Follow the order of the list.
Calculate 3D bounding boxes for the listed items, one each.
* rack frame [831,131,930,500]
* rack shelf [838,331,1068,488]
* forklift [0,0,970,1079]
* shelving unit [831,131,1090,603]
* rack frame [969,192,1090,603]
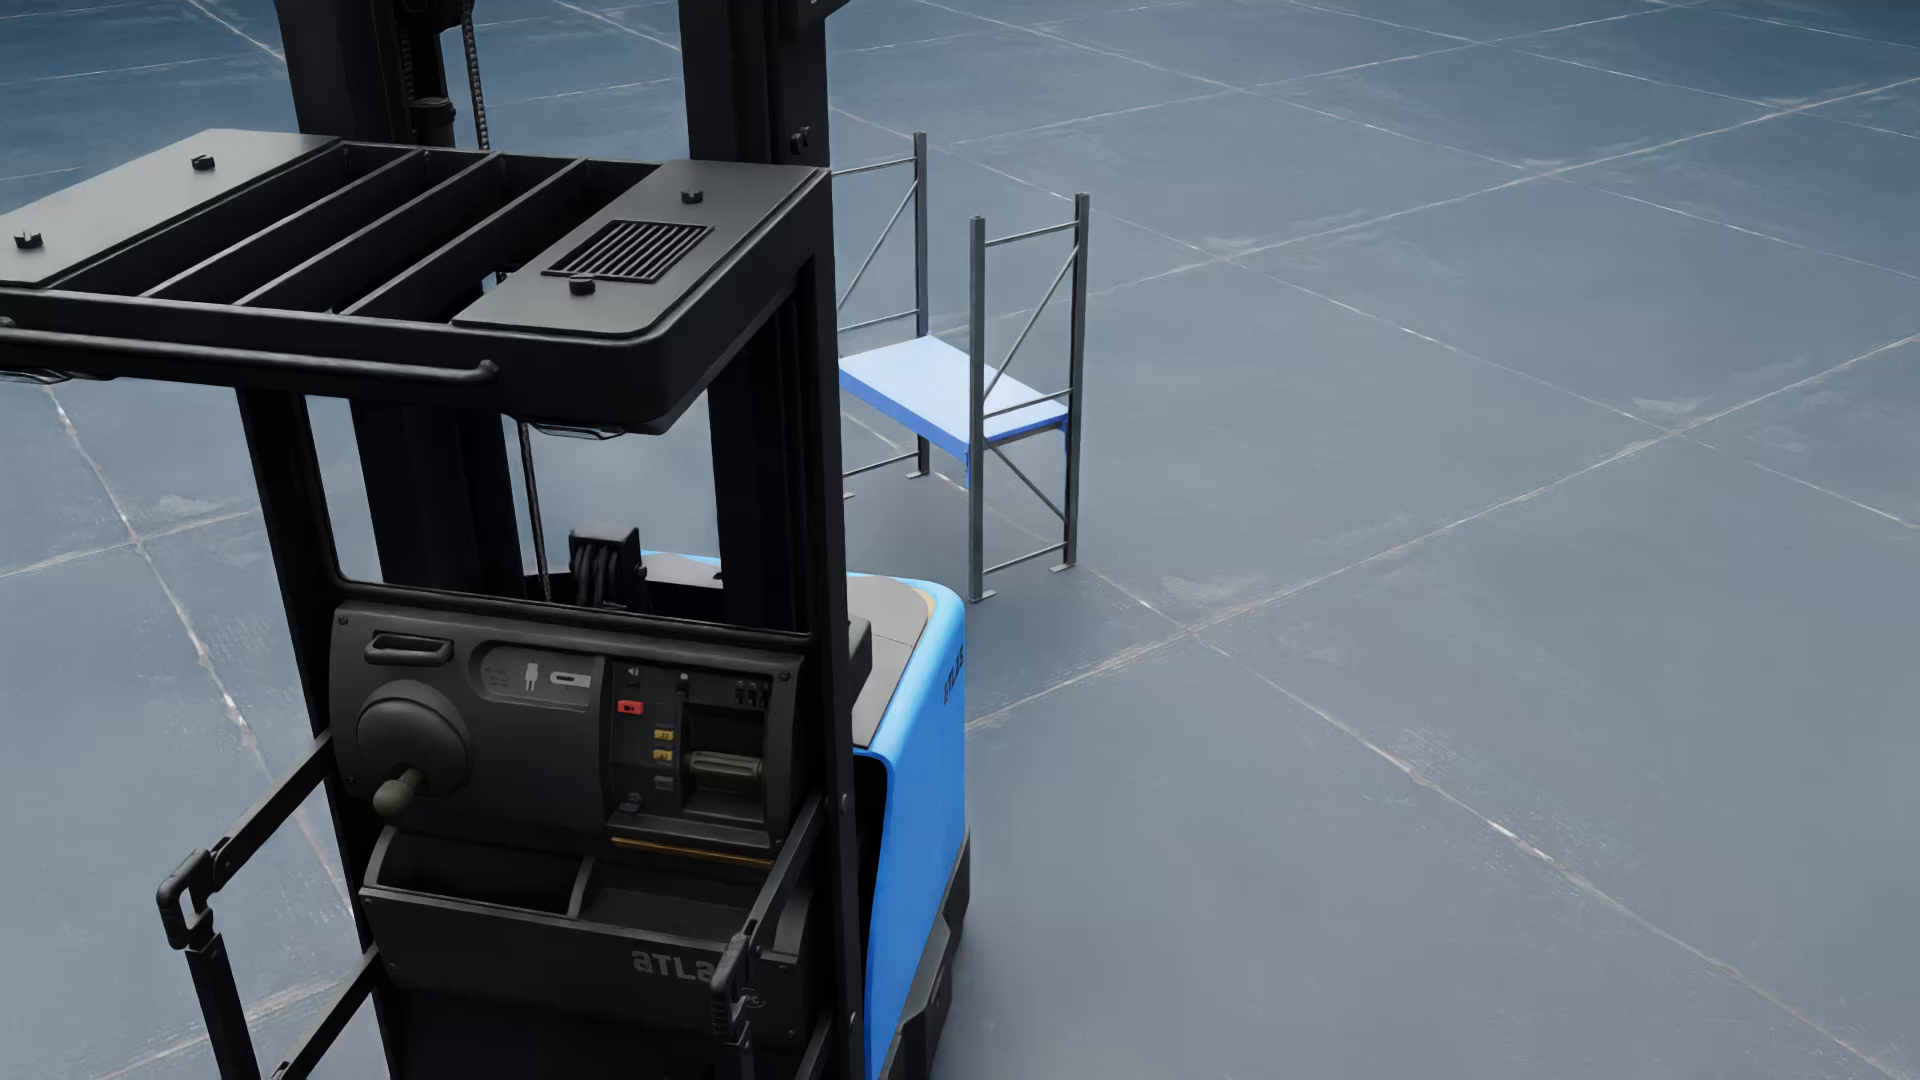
[{"bbox_3d":[-0.344,-0.890,6.817,0.500,1.500,0.032,-19,34,-31],"label":"rack frame"},{"bbox_3d":[-0.049,-0.534,6.539,0.538,0.185,1.000,-19,34,-31],"label":"rack shelf"},{"bbox_3d":[-0.797,0.402,2.938,1.130,2.935,3.031,6,29,11],"label":"forklift"},{"bbox_3d":[-0.049,-0.692,6.453,0.538,1.500,1.048,-19,34,-31],"label":"shelving unit"},{"bbox_3d":[0.245,-0.495,6.089,0.500,1.500,0.032,-19,34,-31],"label":"rack frame"}]
